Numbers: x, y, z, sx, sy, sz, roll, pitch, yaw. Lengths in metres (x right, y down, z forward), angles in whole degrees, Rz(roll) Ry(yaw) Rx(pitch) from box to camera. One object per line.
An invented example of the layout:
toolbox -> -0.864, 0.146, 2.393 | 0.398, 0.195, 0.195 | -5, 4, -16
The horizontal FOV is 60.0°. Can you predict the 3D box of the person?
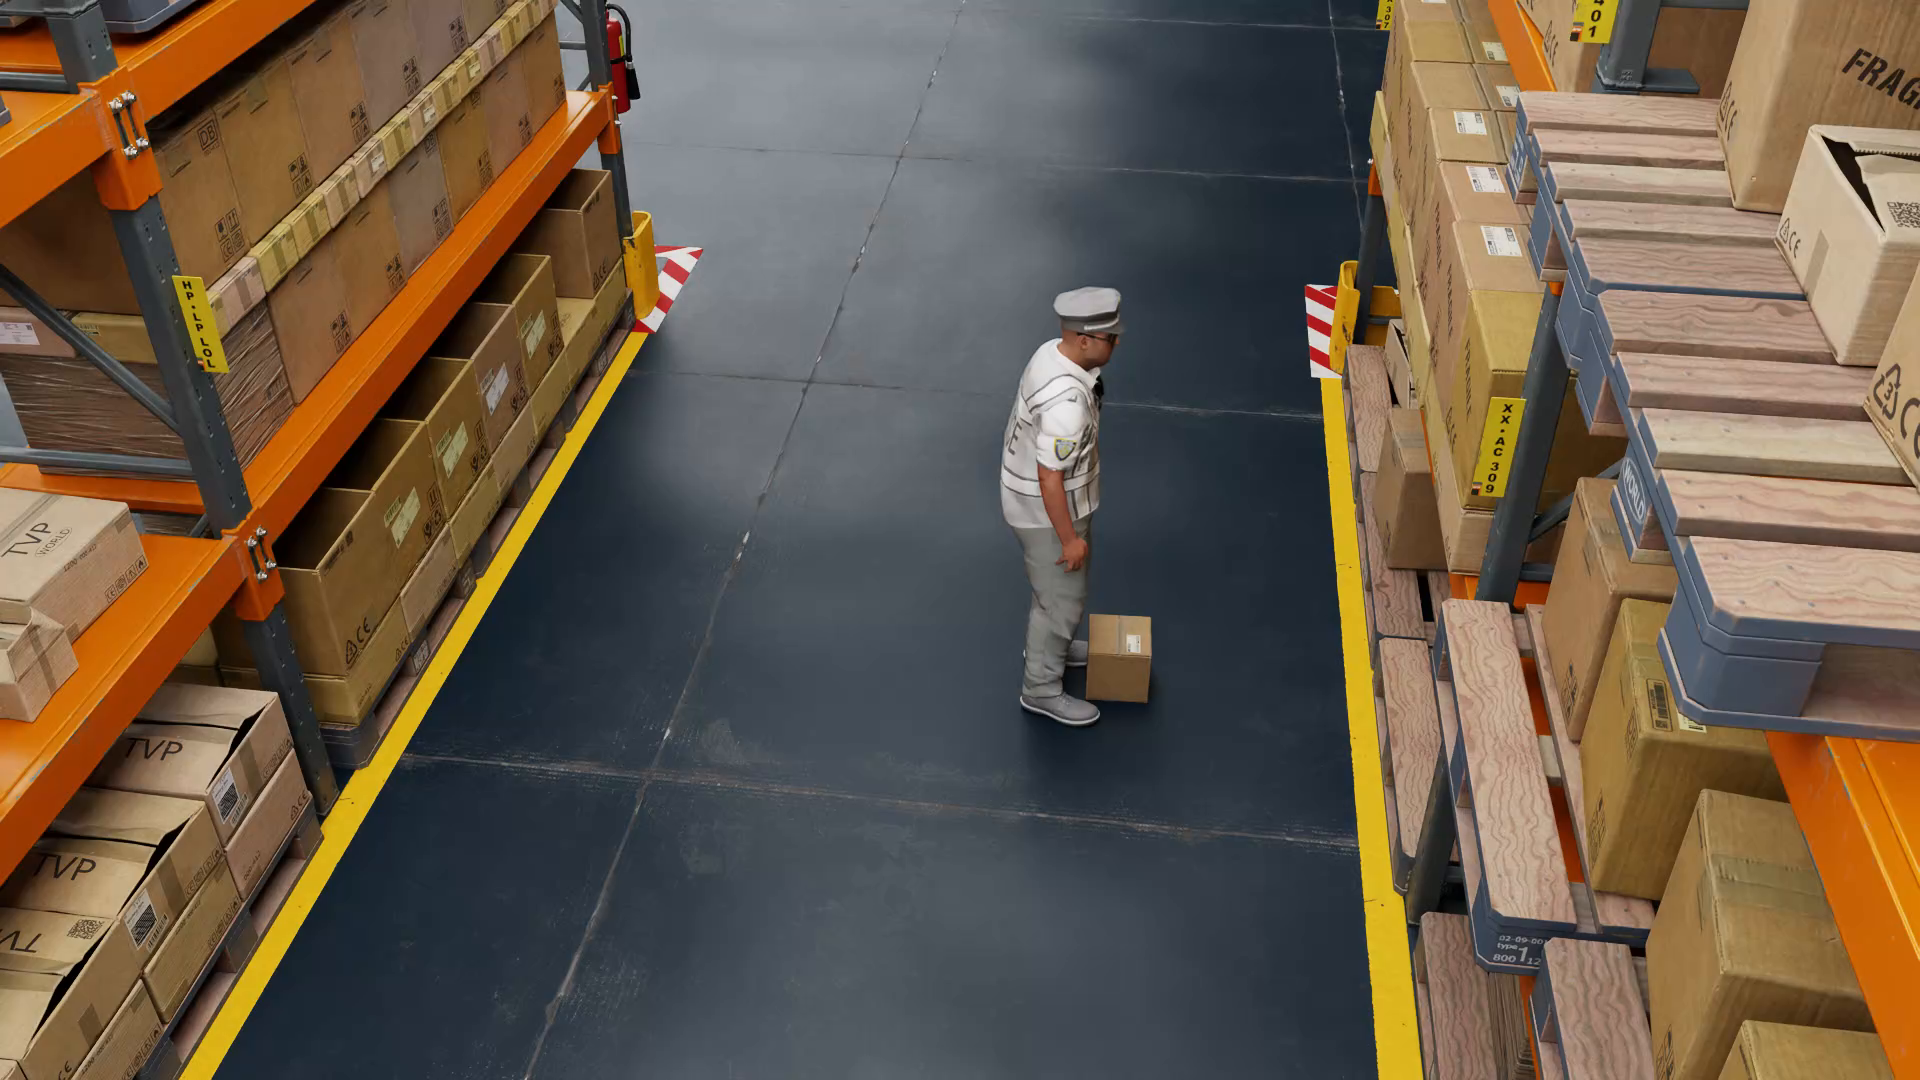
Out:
person -> 0.371, -0.144, 6.339 | 0.429, 1.749, 0.600 | 3, 36, 4
